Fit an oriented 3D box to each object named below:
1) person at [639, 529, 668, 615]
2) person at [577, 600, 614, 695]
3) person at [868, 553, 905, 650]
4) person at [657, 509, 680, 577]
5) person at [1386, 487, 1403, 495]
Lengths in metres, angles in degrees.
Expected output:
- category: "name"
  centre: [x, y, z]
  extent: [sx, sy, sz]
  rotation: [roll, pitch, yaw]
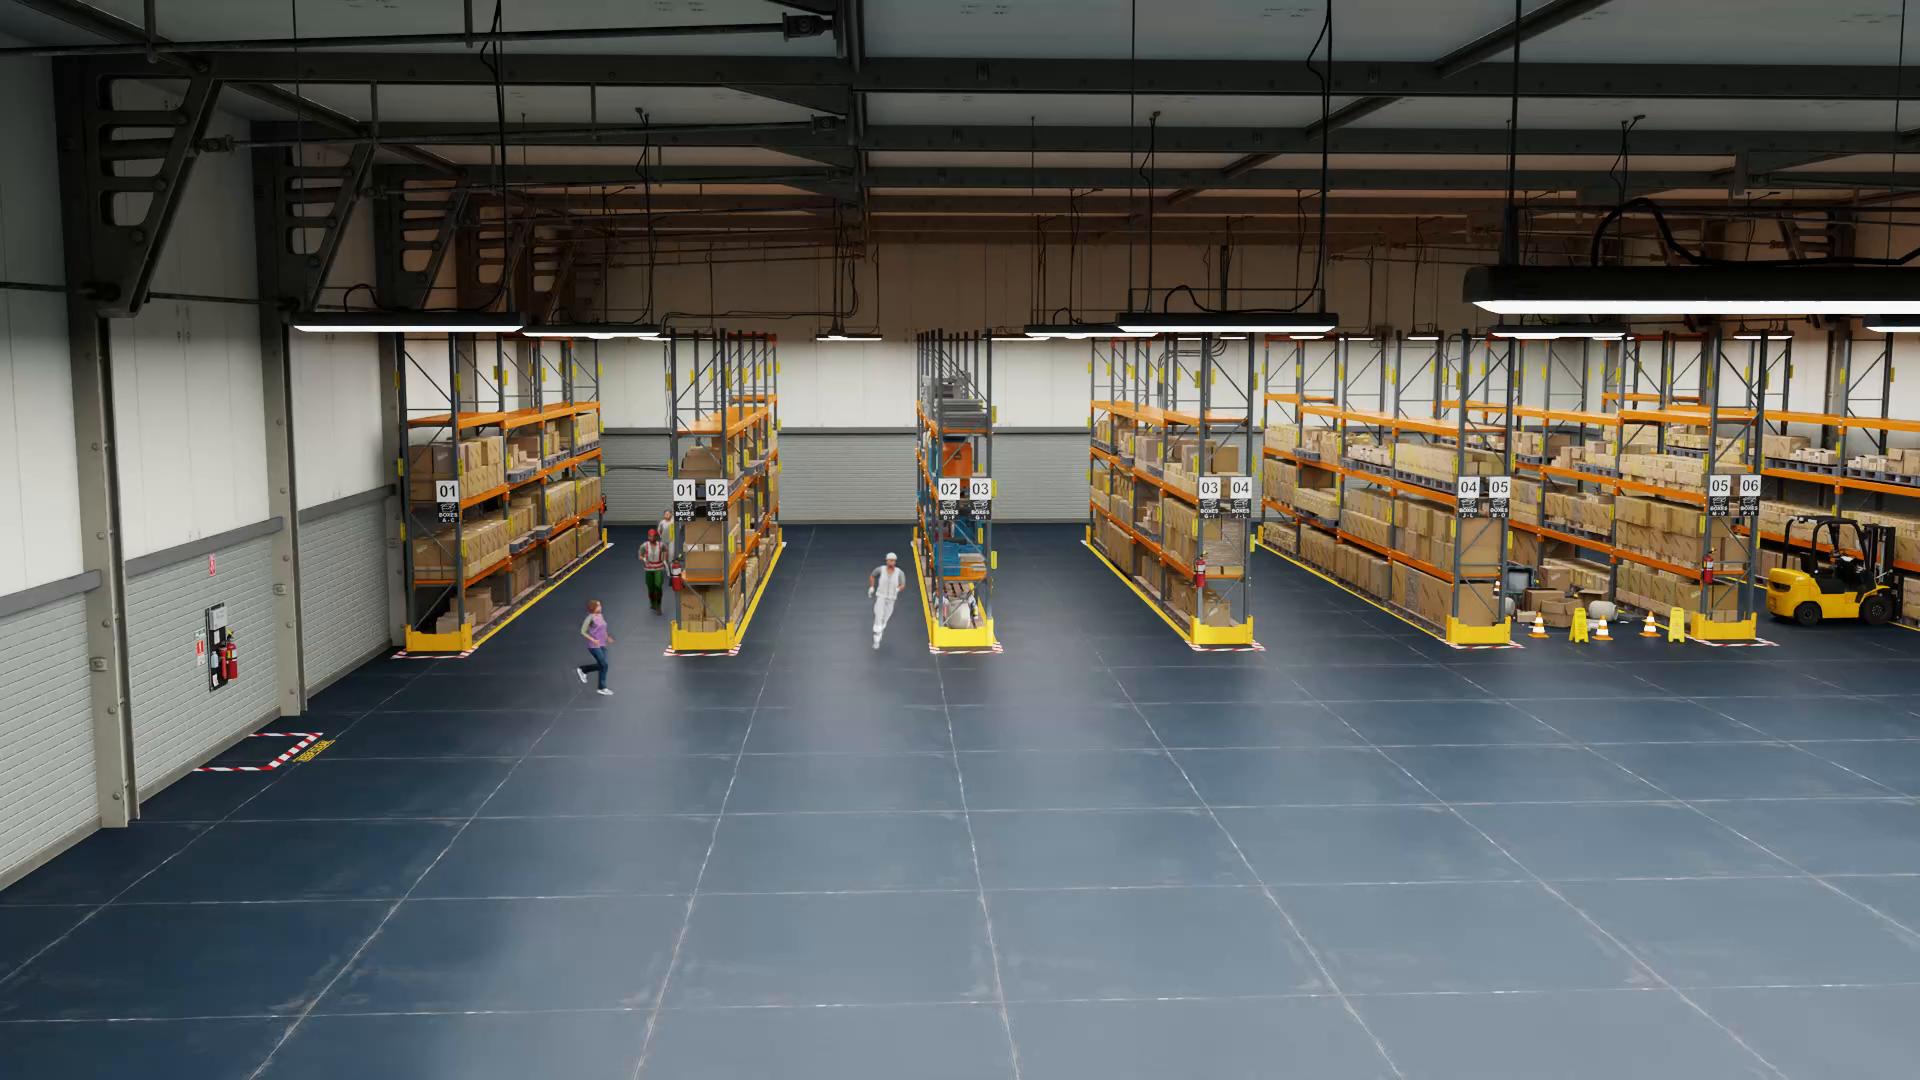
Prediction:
- category: "person"
  centre: [-6.533, 0.671, 35.406]
  extent: [0.589, 1.831, 0.835]
  rotation: [0, 7, -4]
- category: "person"
  centre: [-6.021, 1.754, 27.265]
  extent: [0.650, 1.573, 0.541]
  rotation: [2, 7, 15]
- category: "person"
  centre: [-1.393, 1.115, 31.506]
  extent: [0.713, 1.766, 0.935]
  rotation: [-2, 7, -13]
- category: "person"
  centre: [-7.221, 0.050, 41.234]
  extent: [0.553, 1.647, 0.875]
  rotation: [-1, 7, -7]
- category: "person"
  centre: [13.251, -1.130, 50.865]
  extent: [0.601, 1.733, 0.686]
  rotation: [-3, 8, -27]
